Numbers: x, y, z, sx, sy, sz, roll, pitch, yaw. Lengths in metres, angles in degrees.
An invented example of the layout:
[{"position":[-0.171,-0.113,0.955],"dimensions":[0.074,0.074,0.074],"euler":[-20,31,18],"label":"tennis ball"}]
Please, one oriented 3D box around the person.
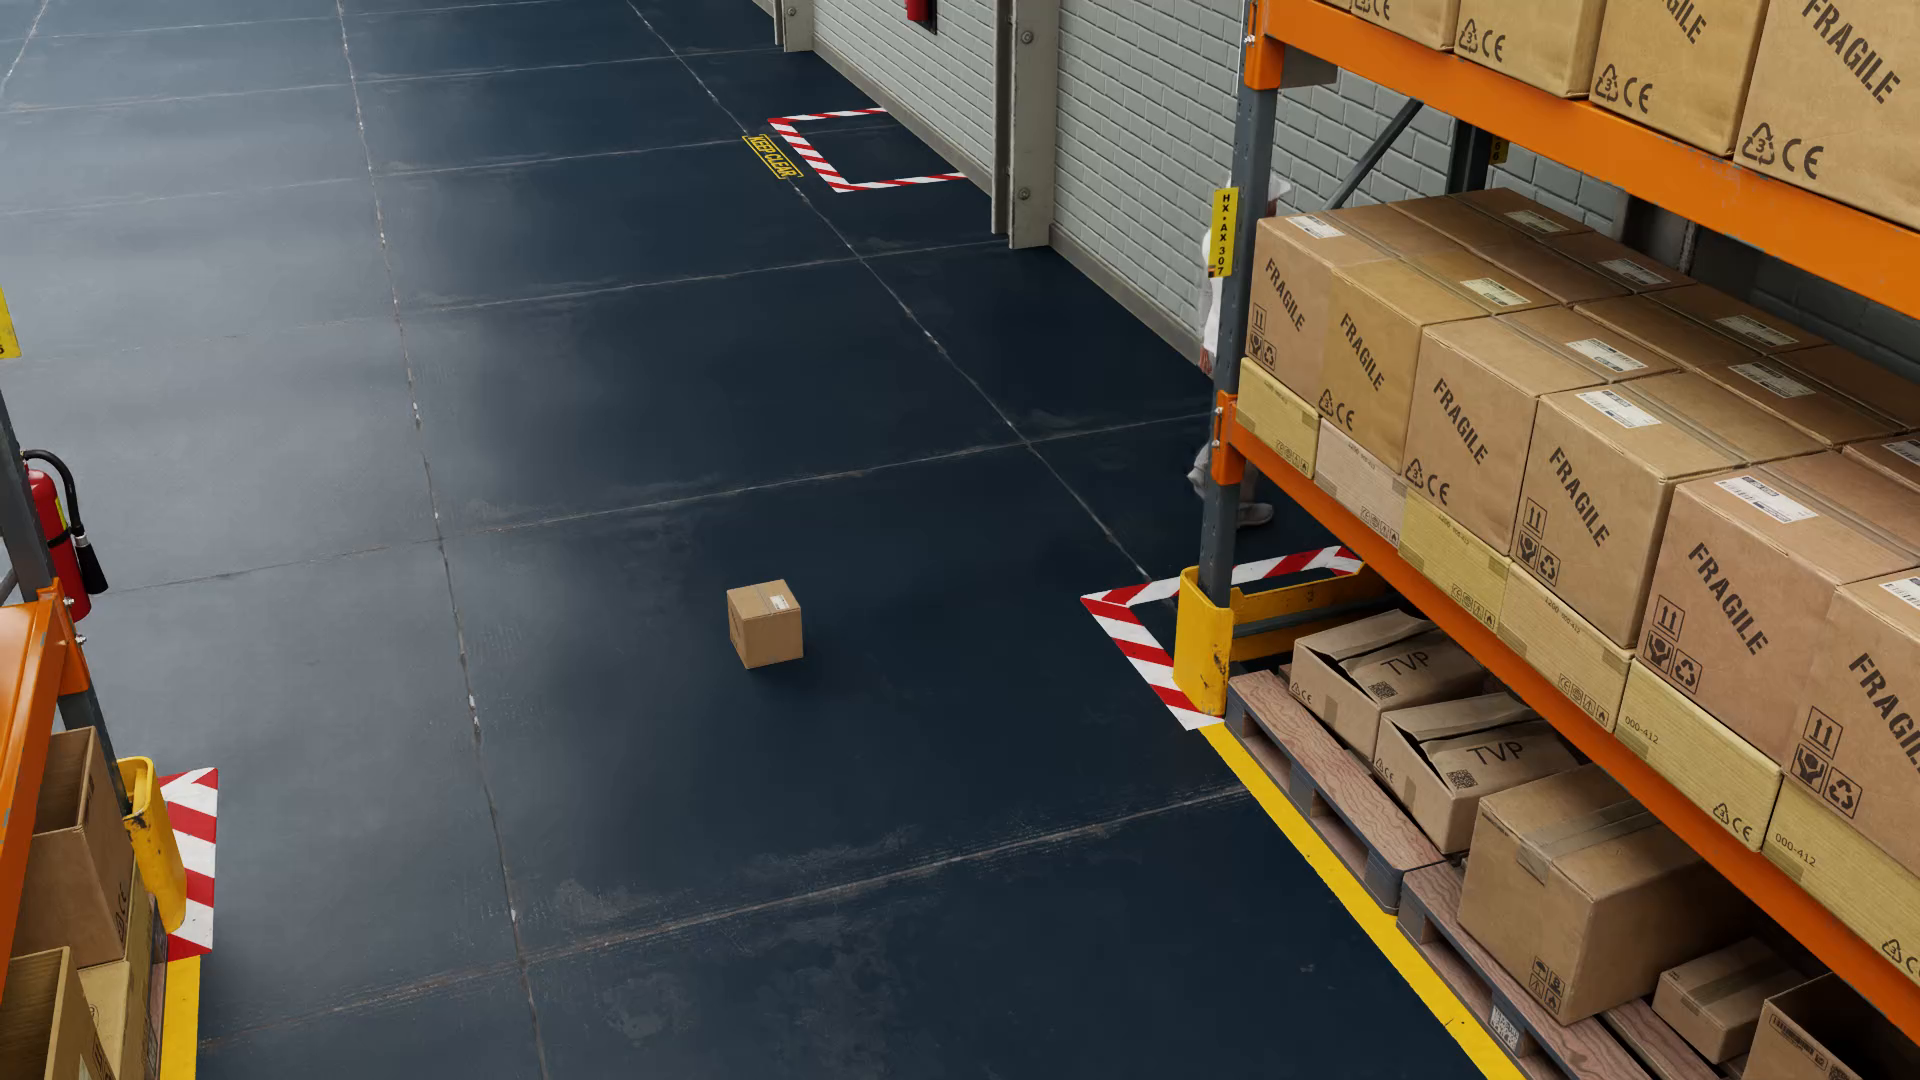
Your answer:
[{"position":[1.351,-0.862,7.572],"dimensions":[0.467,1.758,0.564],"euler":[-13,32,-22],"label":"person"}]
